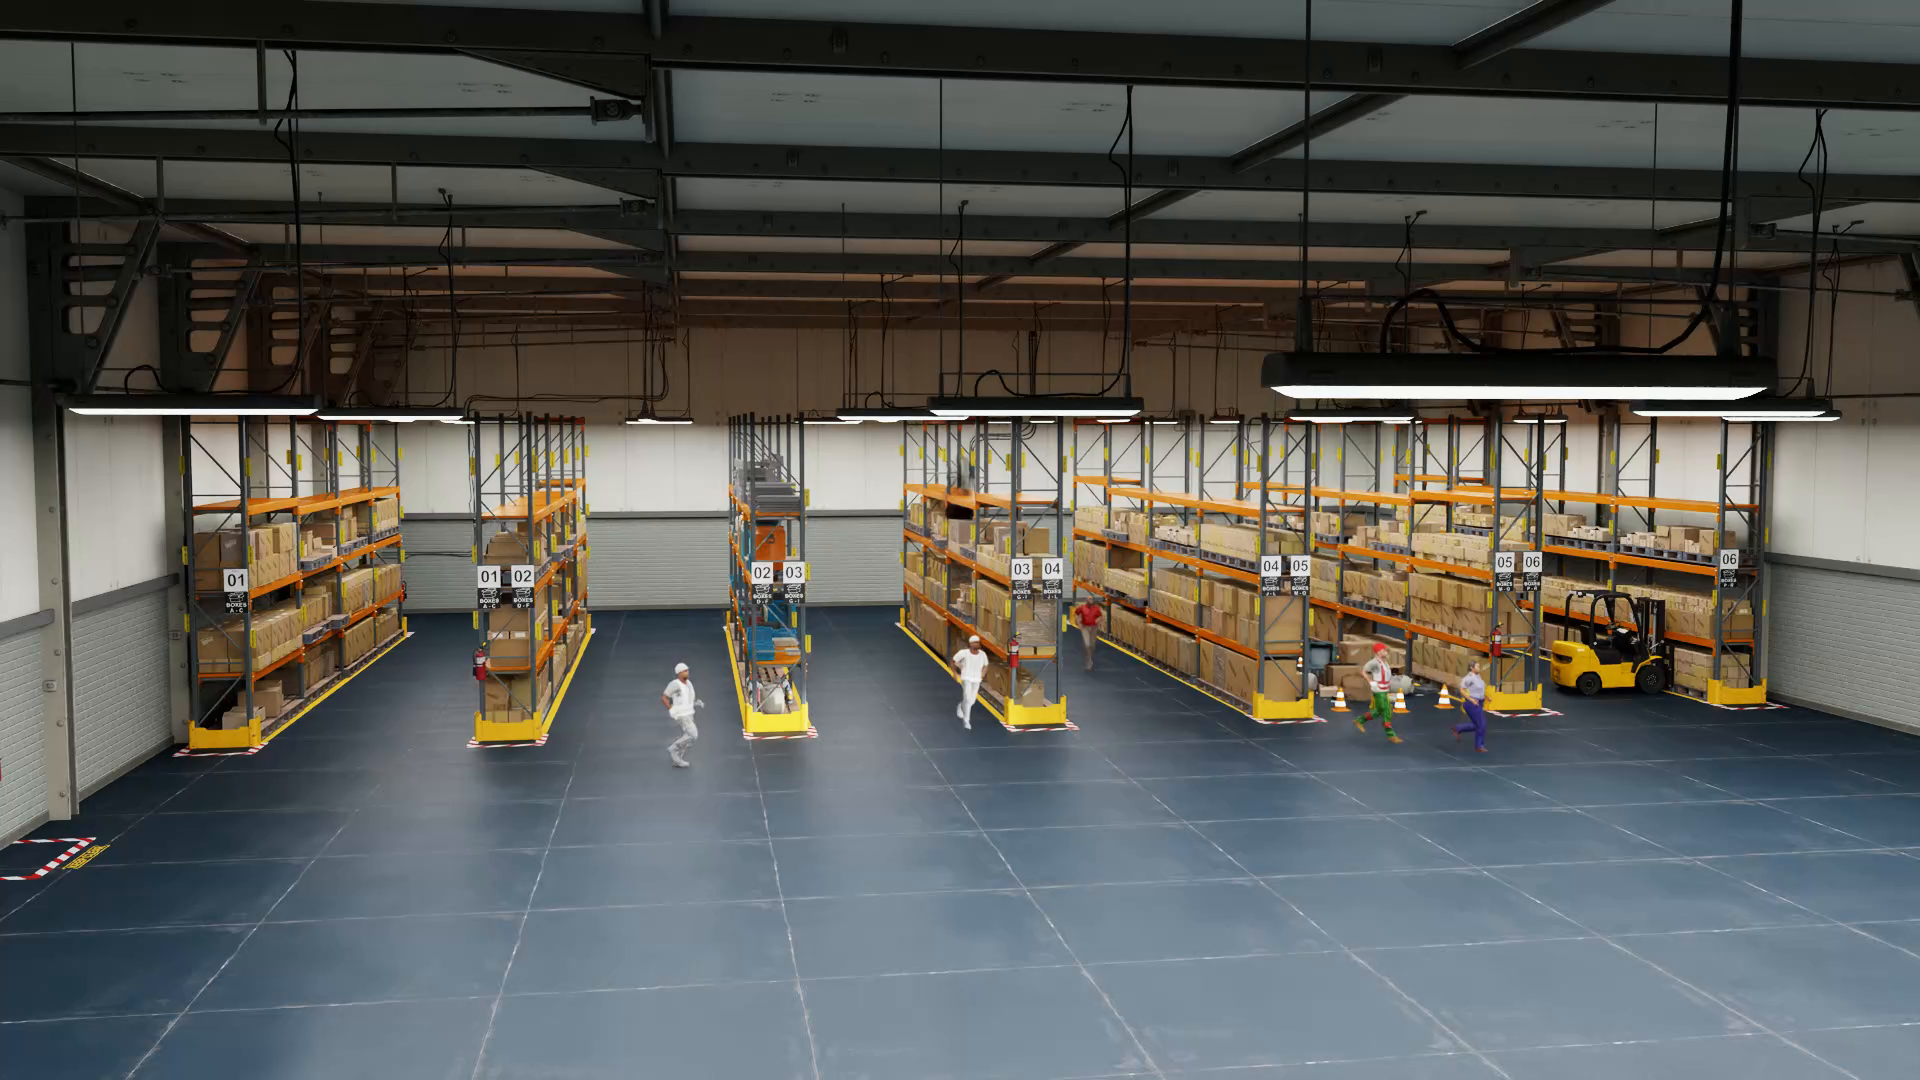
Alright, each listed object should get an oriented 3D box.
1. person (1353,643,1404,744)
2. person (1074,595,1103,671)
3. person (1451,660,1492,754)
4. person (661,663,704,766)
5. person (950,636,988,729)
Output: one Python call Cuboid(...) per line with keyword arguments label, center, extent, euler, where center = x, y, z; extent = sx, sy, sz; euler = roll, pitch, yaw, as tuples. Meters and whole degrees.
Cuboid(label="person", center=(7.645, 2.763, 30.271), extent=(0.939, 1.783, 0.656), euler=(3, 5, 34))
Cuboid(label="person", center=(3.072, 2.180, 39.490), extent=(0.654, 1.767, 0.815), euler=(-1, 4, -13))
Cuboid(label="person", center=(9.024, 2.935, 29.358), extent=(0.745, 1.631, 0.607), euler=(3, 5, 34))
Cuboid(label="person", center=(-4.612, 2.944, 27.993), extent=(0.597, 1.739, 0.679), euler=(1, 4, 16))
Cuboid(label="person", center=(0.199, 2.706, 31.952), extent=(0.753, 1.758, 0.831), euler=(-2, 4, -23))
